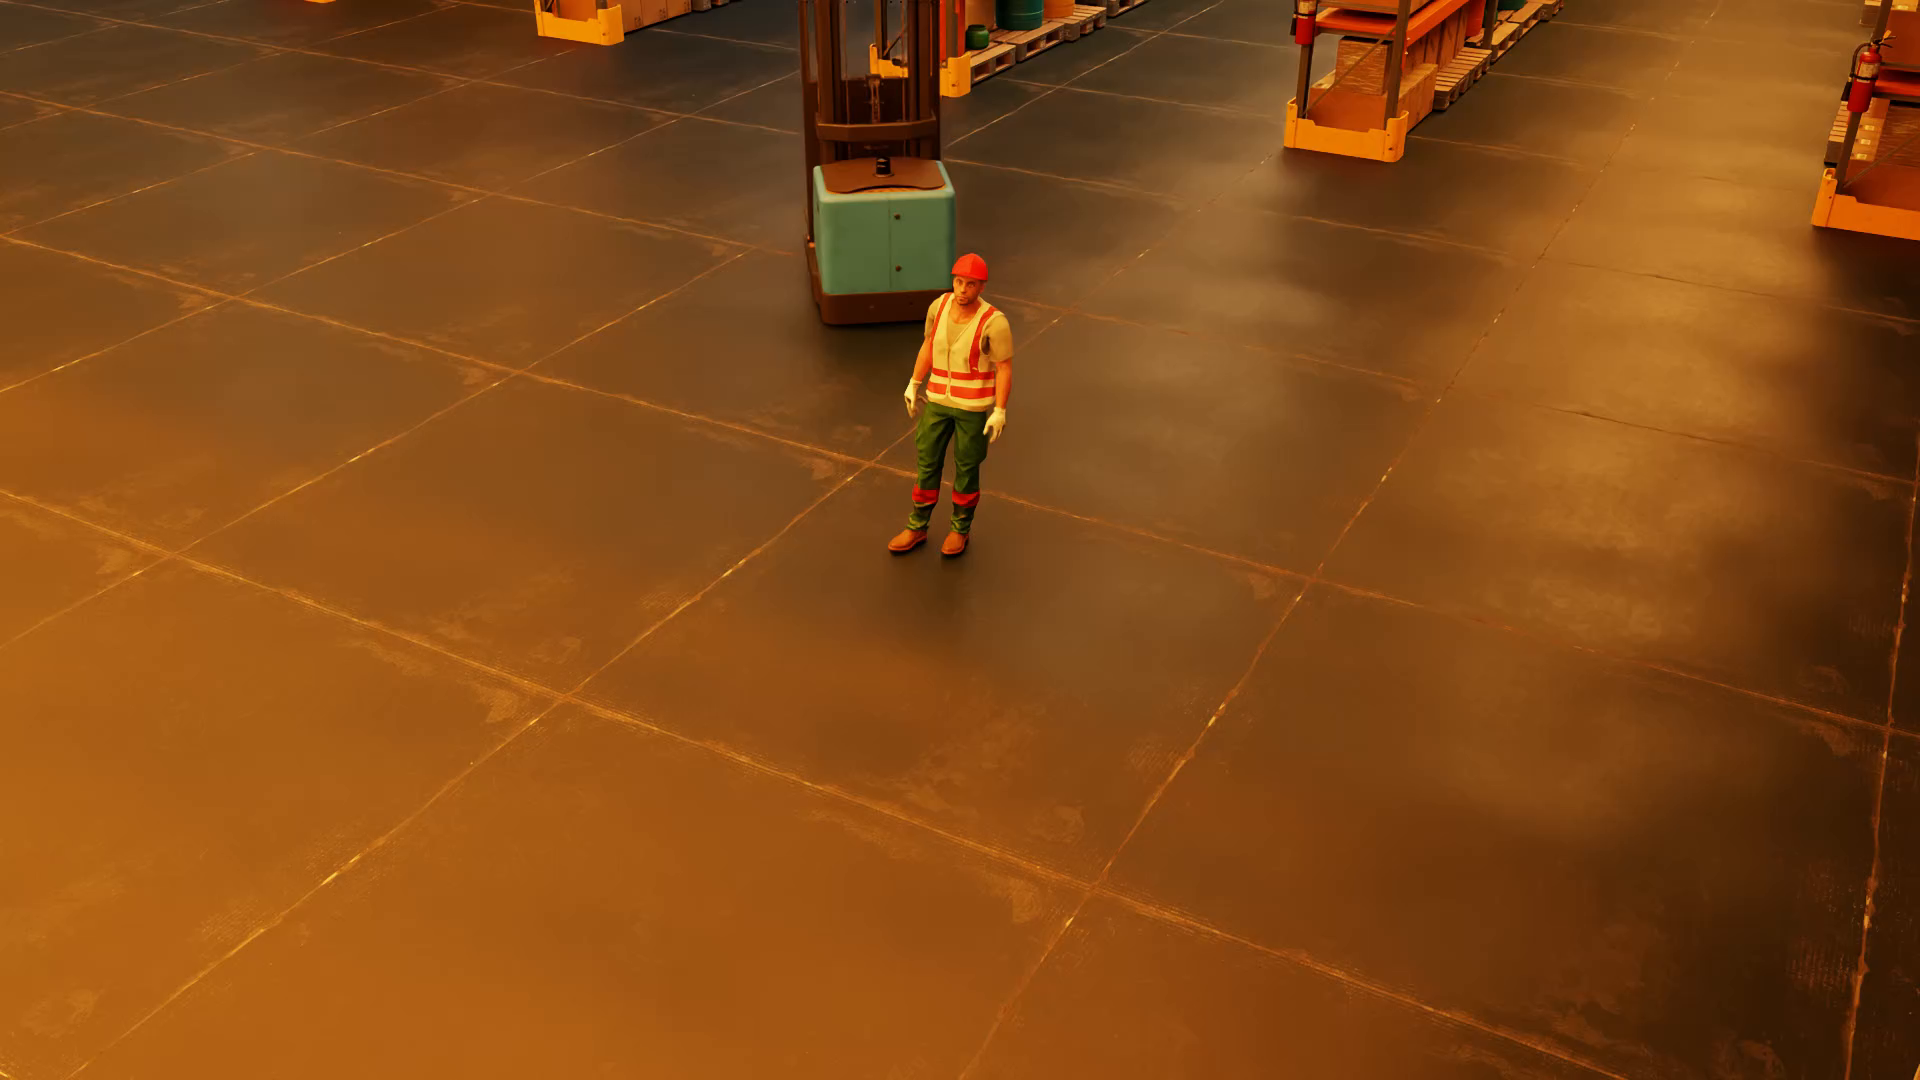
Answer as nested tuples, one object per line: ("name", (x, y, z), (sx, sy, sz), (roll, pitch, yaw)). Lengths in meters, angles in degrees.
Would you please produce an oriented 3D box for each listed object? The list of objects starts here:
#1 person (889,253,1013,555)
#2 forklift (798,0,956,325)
("person", (-0.050, -0.749, 9.496), (0.637, 1.790, 0.562), (15, 33, 25))
("forklift", (-0.735, -3.631, 13.362), (1.130, 2.935, 3.031), (-4, 30, -7))
